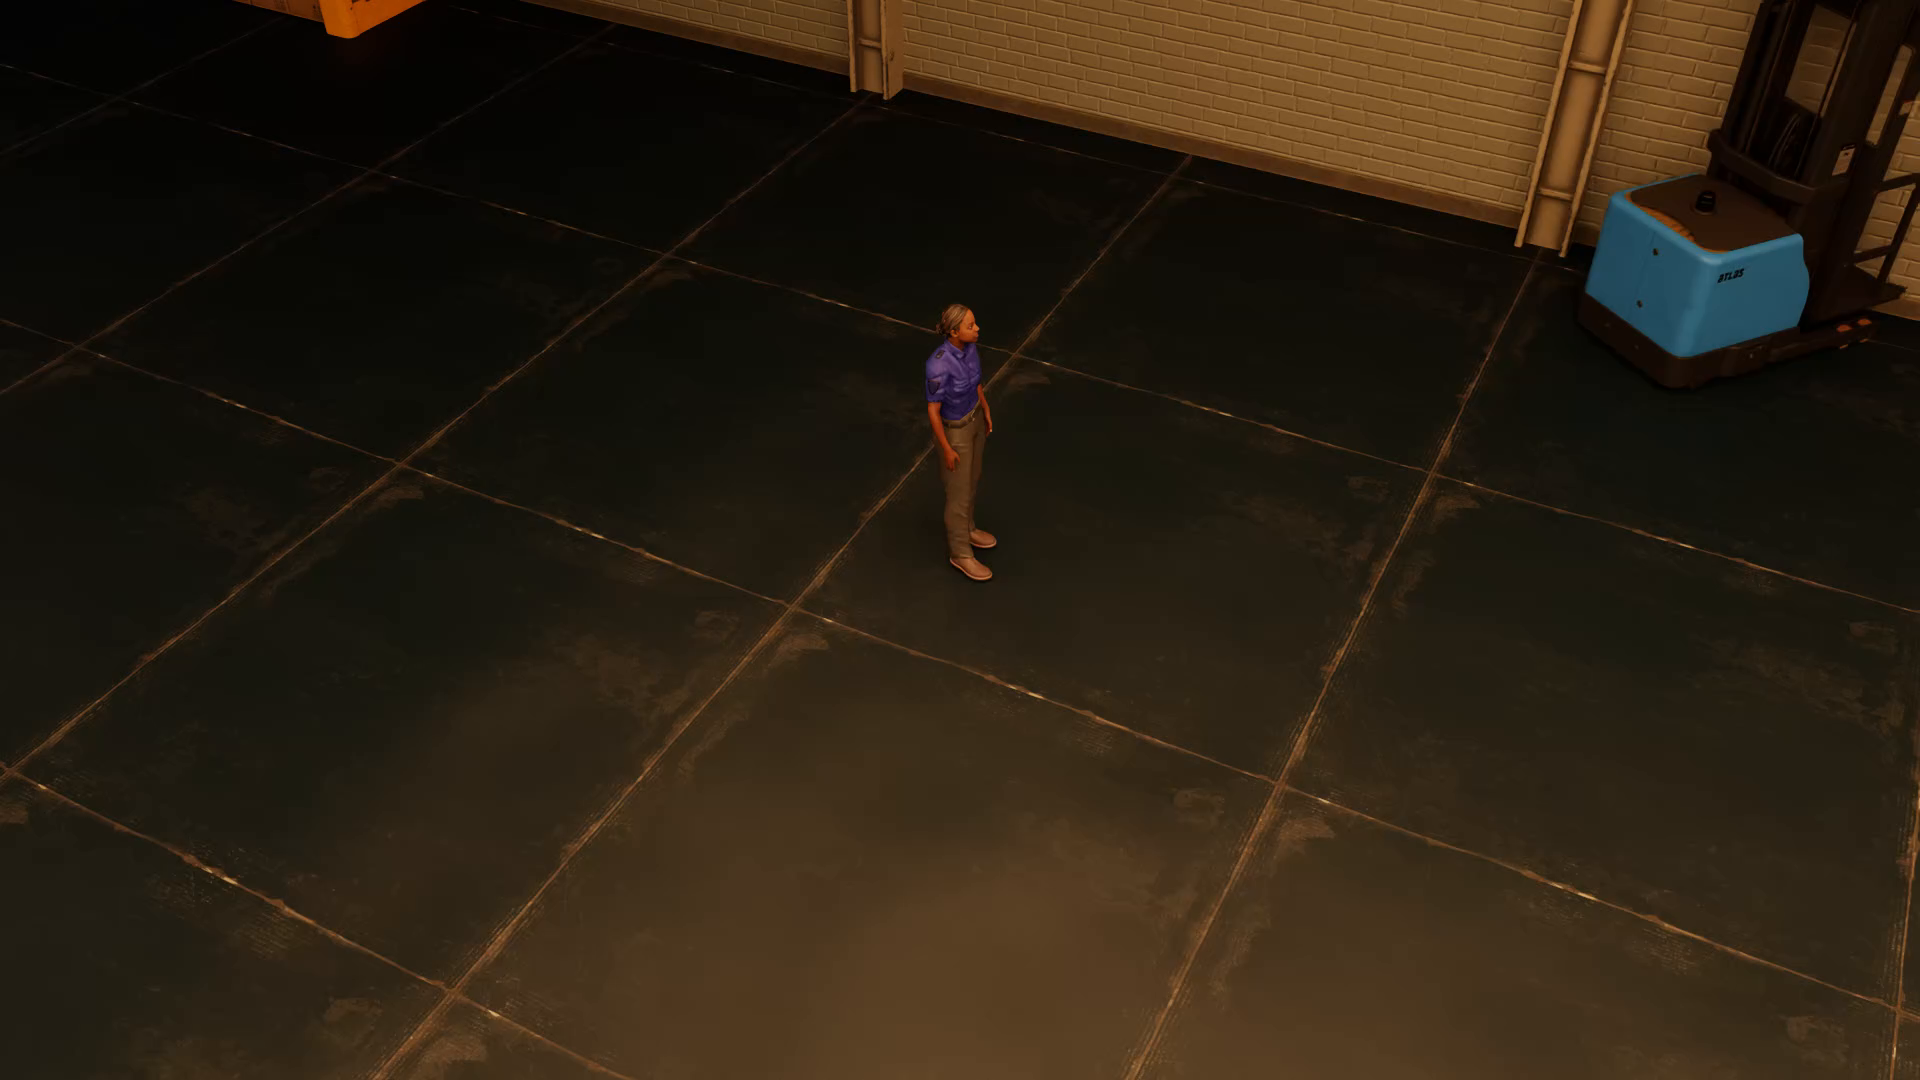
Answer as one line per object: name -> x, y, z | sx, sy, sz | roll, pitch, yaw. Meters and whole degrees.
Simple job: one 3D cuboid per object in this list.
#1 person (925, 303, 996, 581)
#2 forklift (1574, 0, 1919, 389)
person -> 0.068, -0.601, 9.680 | 0.504, 1.654, 0.569 | 18, 43, 21
forklift -> 6.019, -2.788, 11.297 | 3.031, 2.935, 1.130 | -16, 43, -18
